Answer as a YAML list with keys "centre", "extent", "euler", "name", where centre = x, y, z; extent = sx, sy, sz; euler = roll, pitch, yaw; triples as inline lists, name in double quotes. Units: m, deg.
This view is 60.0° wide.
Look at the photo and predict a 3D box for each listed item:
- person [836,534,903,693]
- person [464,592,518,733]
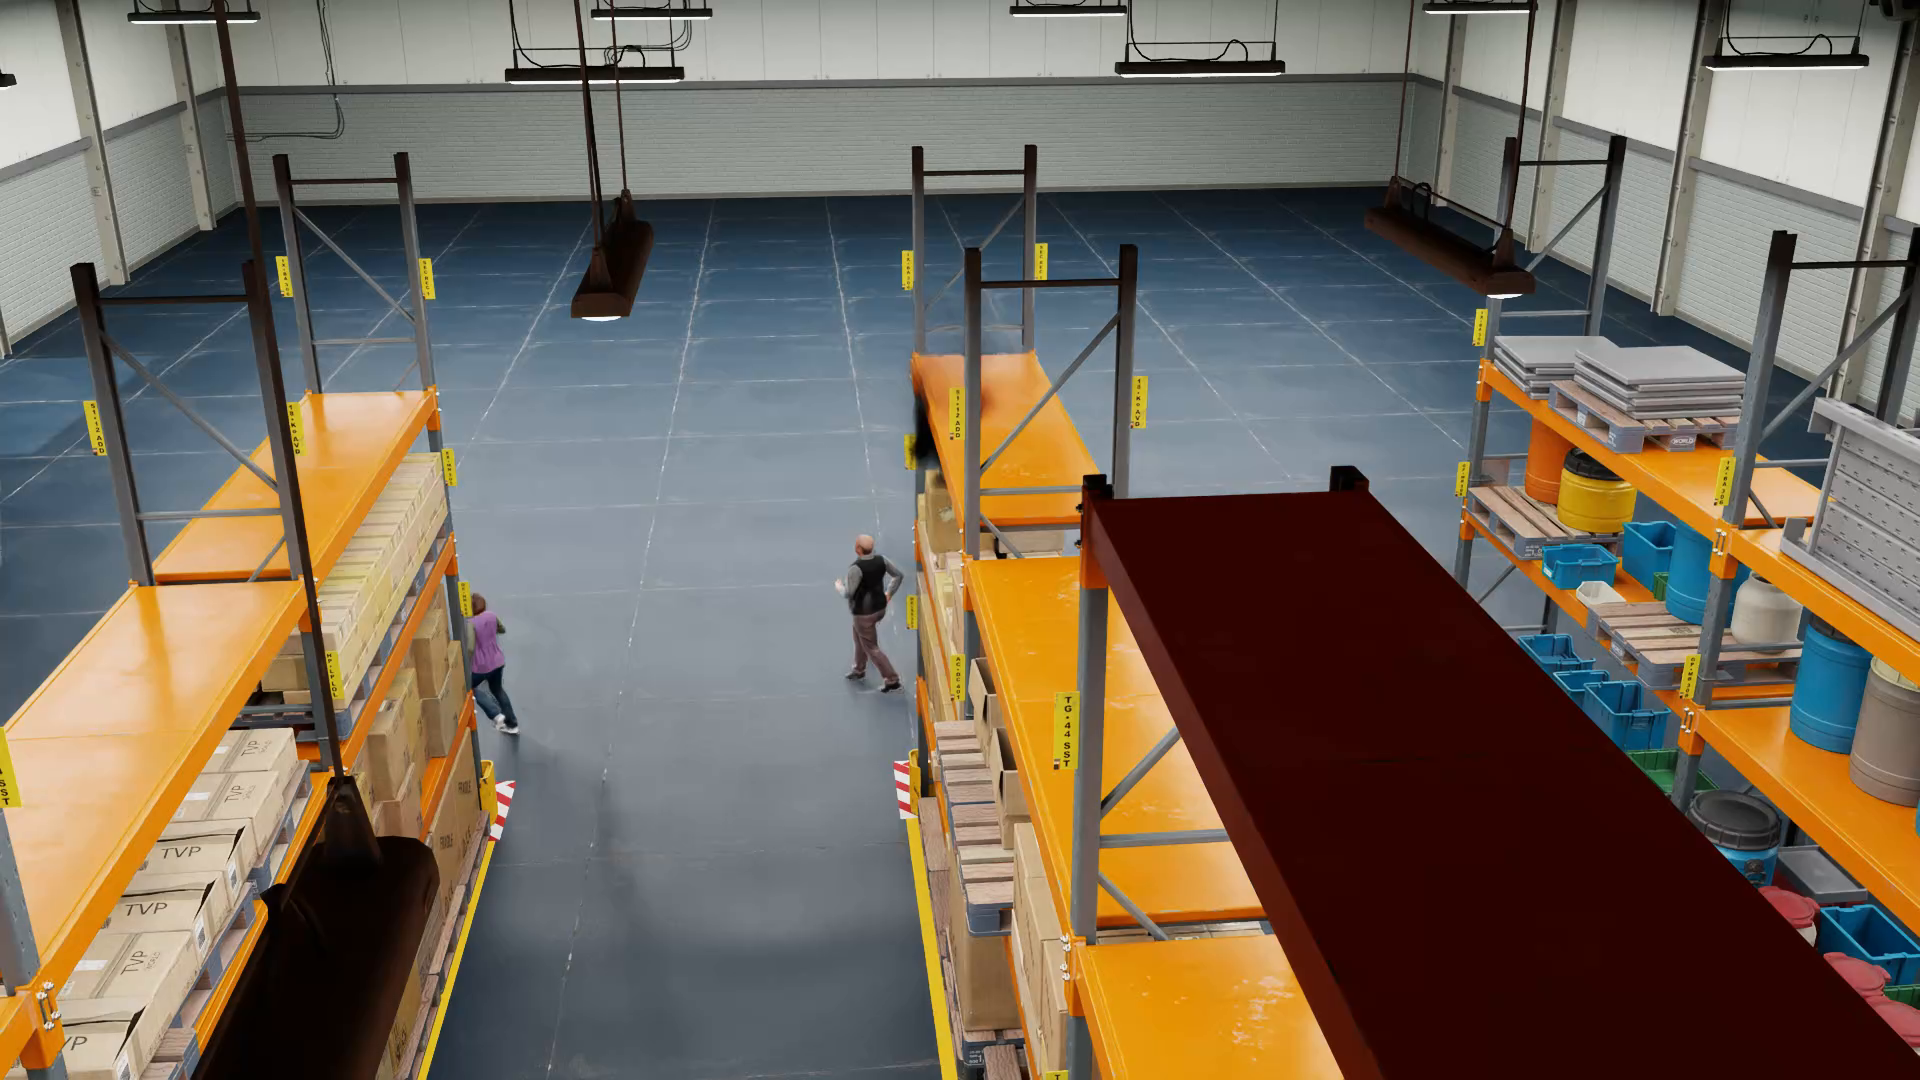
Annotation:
- centre: [-0.950, 0.782, 17.330]
  extent: [0.834, 1.759, 0.649]
  euler: [14, 25, 31]
  name: "person"
- centre: [-4.748, 1.221, 16.460]
  extent: [0.566, 1.567, 0.605]
  euler: [13, 25, 30]
  name: "person"
